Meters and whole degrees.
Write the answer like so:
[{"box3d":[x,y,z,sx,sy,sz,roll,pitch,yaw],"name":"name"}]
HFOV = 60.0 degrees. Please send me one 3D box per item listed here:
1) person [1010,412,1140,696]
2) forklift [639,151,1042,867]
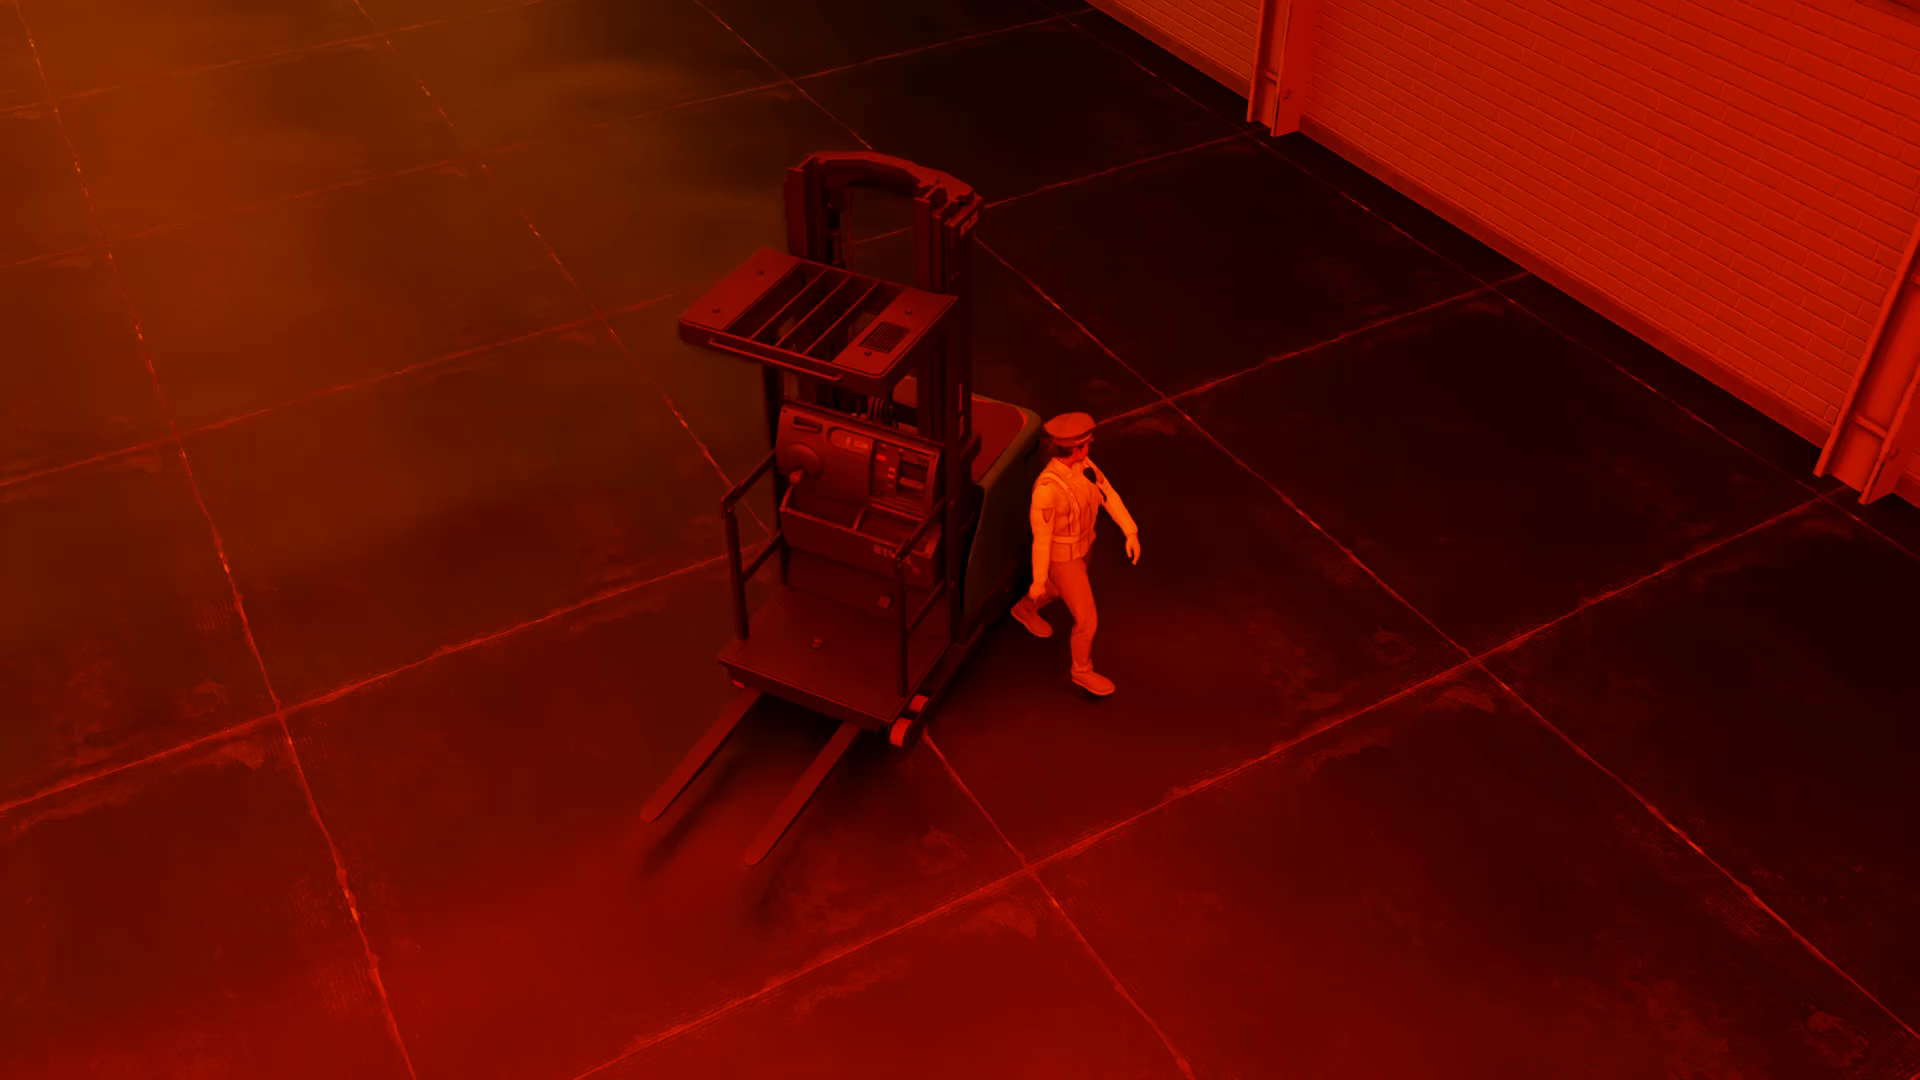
[{"box3d":[0.569,0.086,9.001,0.786,1.586,0.613,16,42,18],"name":"person"},{"box3d":[-0.626,-0.331,8.436,1.130,2.935,3.031,18,43,20],"name":"forklift"}]
